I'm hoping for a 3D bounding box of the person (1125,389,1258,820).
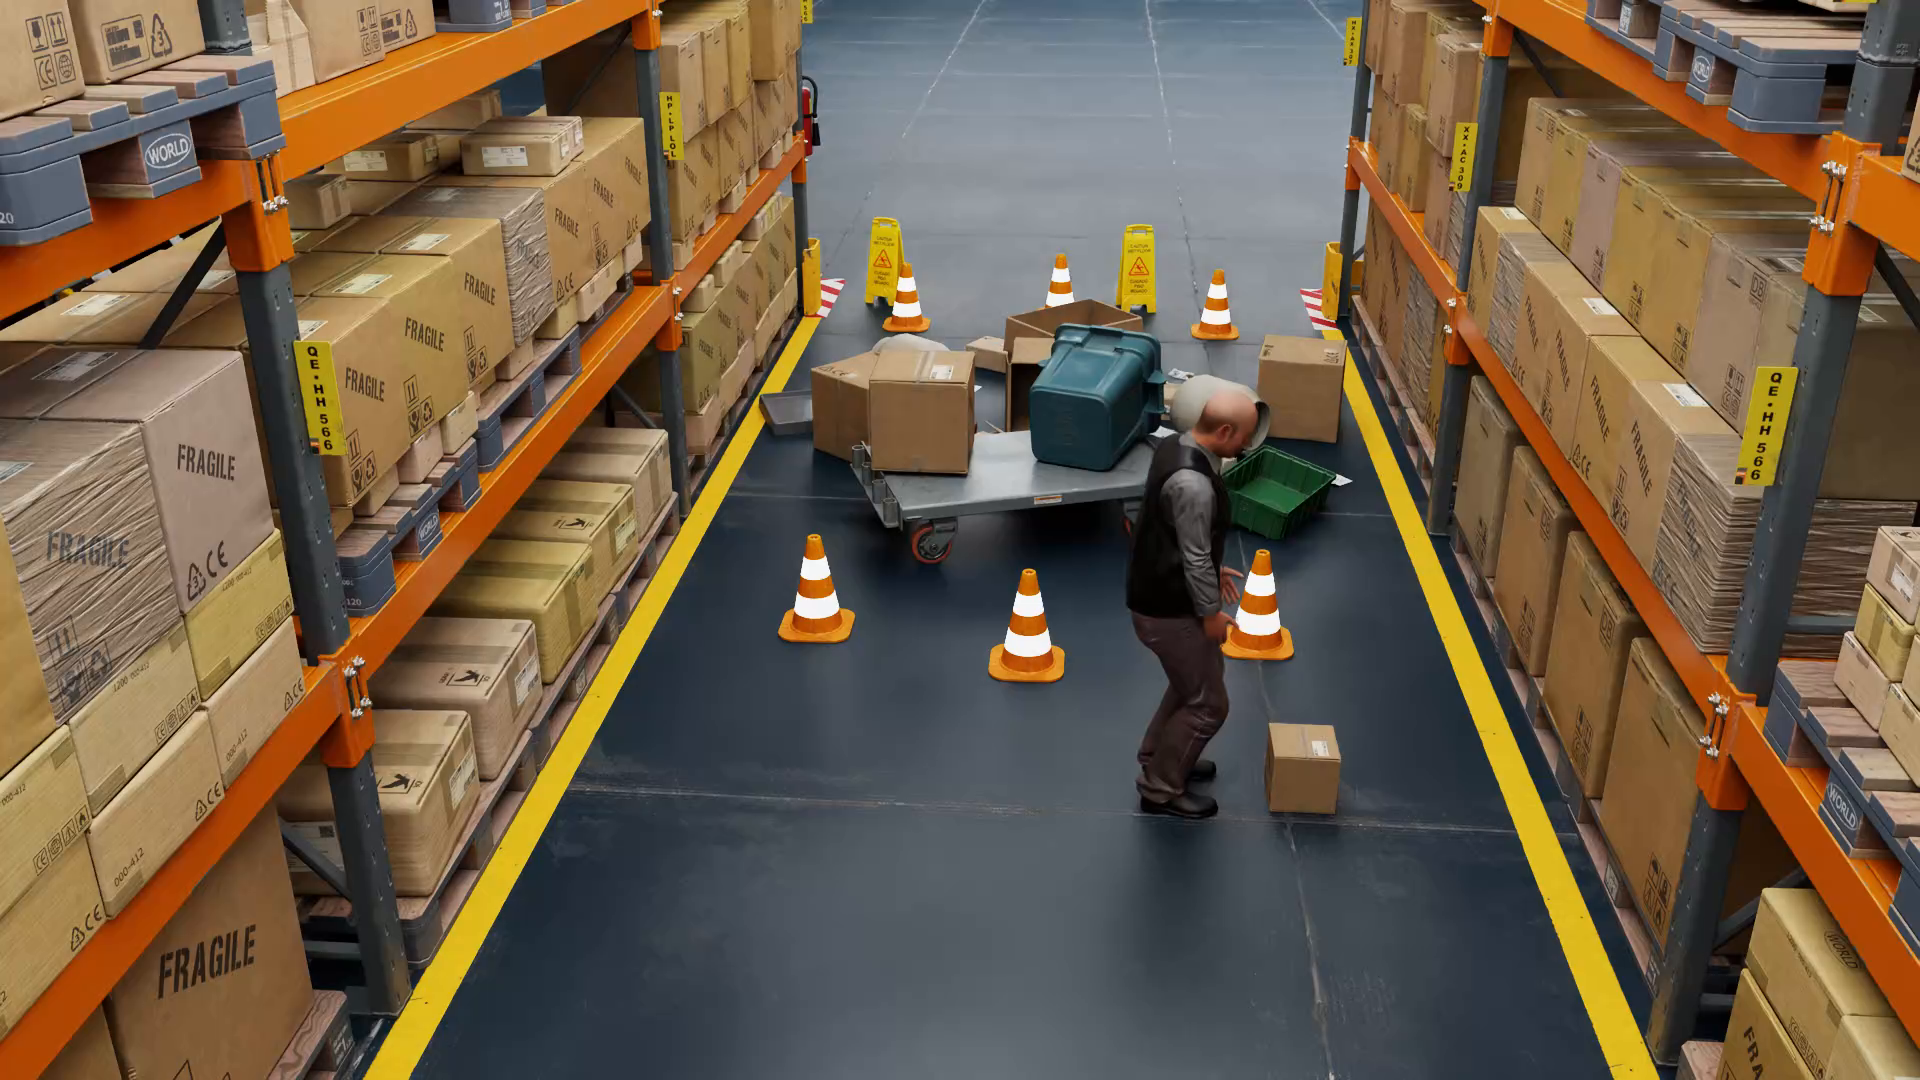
[{"bbox_3d":[0.844,0.223,6.231,0.453,1.658,0.563,2,24,5],"label":"person"}]
